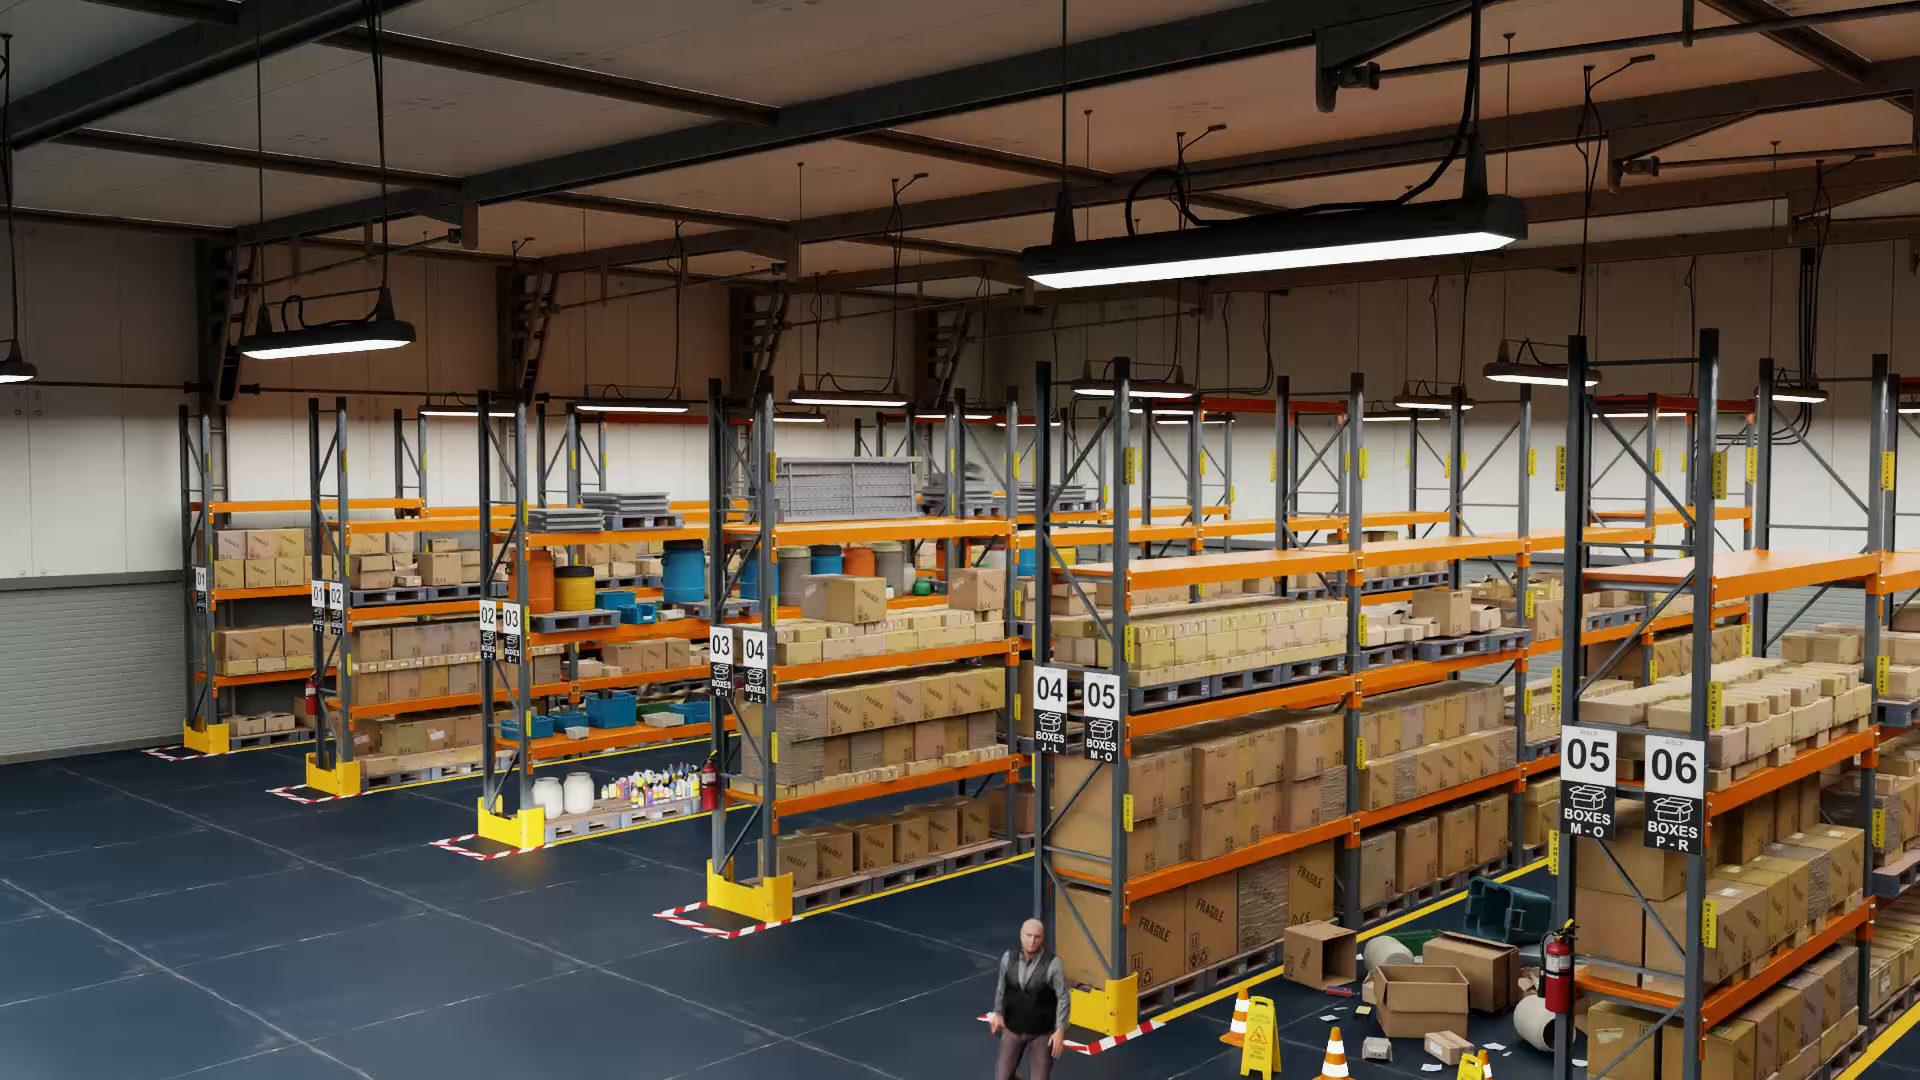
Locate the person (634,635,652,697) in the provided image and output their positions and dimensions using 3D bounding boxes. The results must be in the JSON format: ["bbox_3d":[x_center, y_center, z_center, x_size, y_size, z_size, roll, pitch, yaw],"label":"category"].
[{"bbox_3d":[-6.191,2.592,32.740,0.646,1.723,0.592,2,3,27],"label":"person"}]

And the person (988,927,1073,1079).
[{"bbox_3d":[0.508,3.678,12.334,0.691,1.666,0.740,1,3,14],"label":"person"}]
